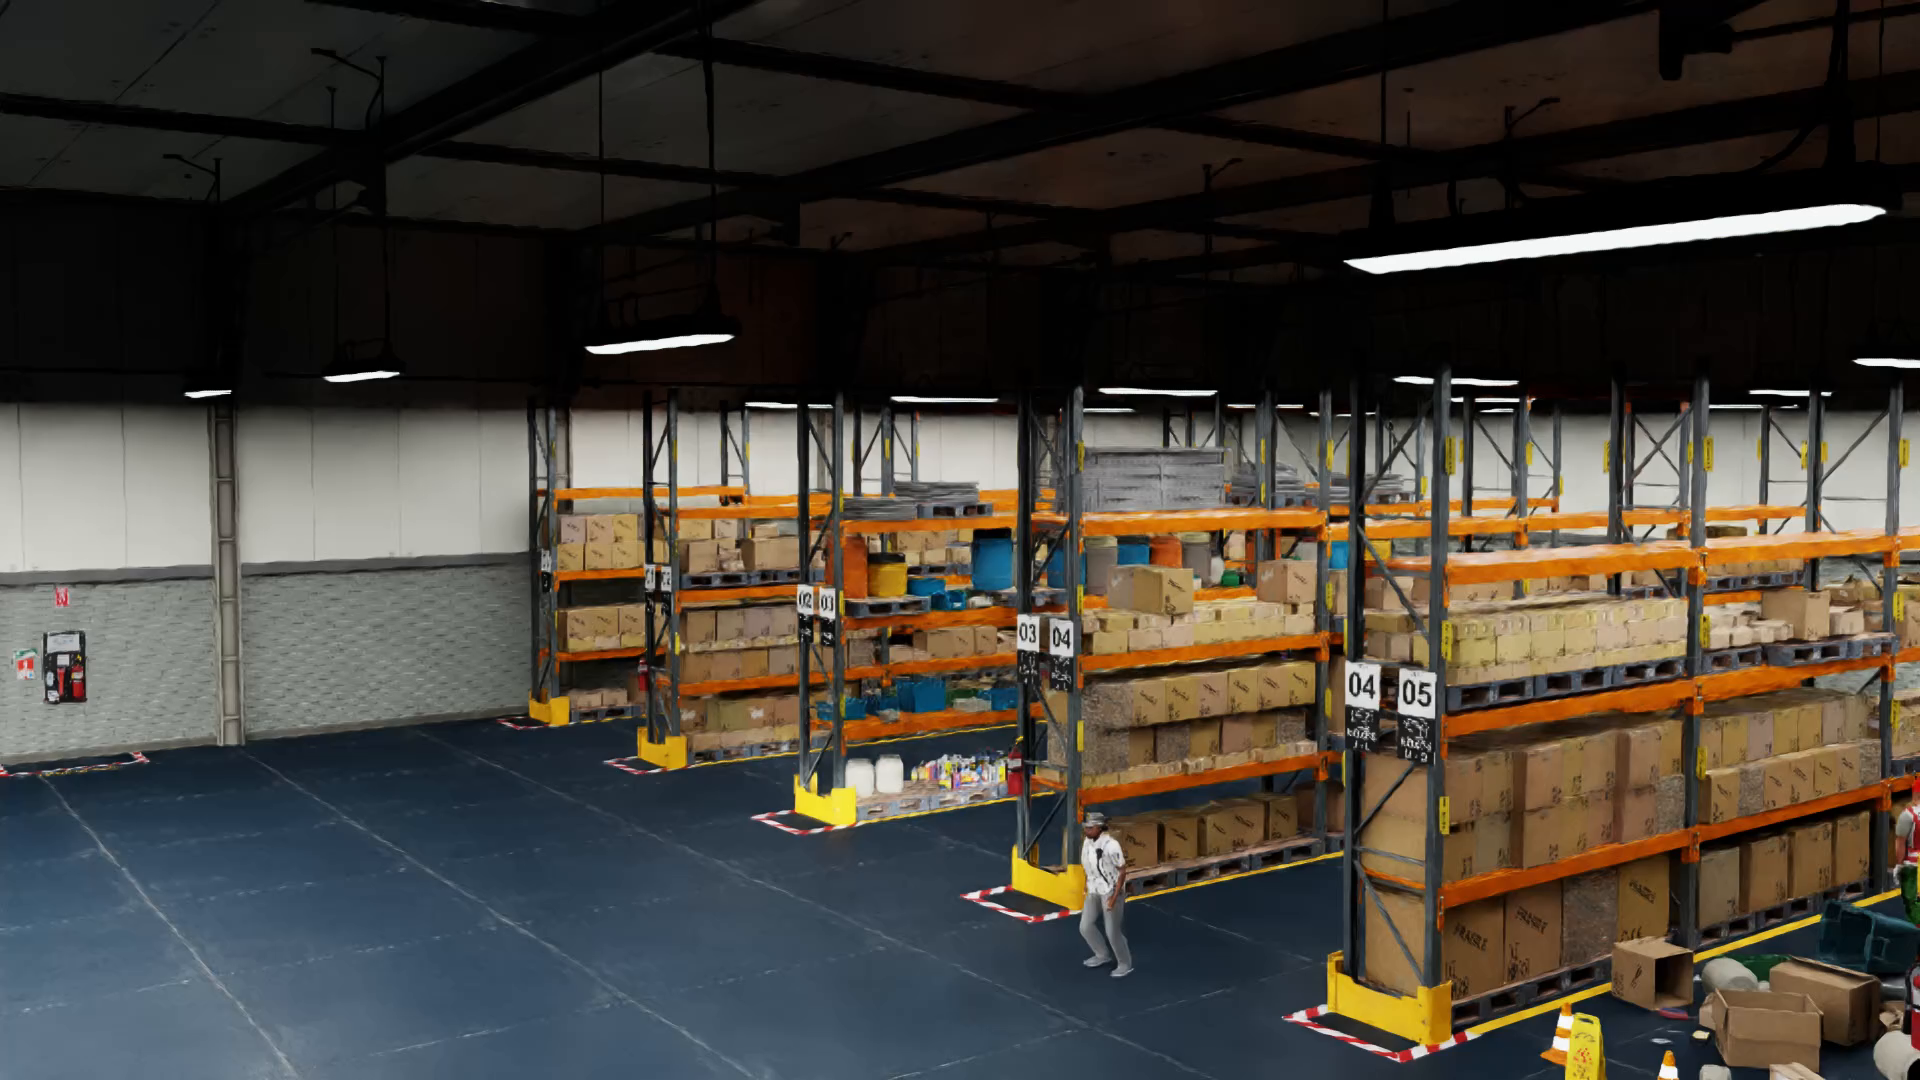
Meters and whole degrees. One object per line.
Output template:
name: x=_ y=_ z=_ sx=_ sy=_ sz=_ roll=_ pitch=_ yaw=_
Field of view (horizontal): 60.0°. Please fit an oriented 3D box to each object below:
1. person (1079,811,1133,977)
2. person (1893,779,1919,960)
person: x=1.395 y=3.404 z=16.113 sx=0.526 sy=1.629 sz=0.592 roll=-3 pitch=4 yaw=-38
person: x=9.591 y=3.266 z=16.702 sx=0.606 sy=1.786 sz=0.490 roll=-1 pitch=3 yaw=-10
